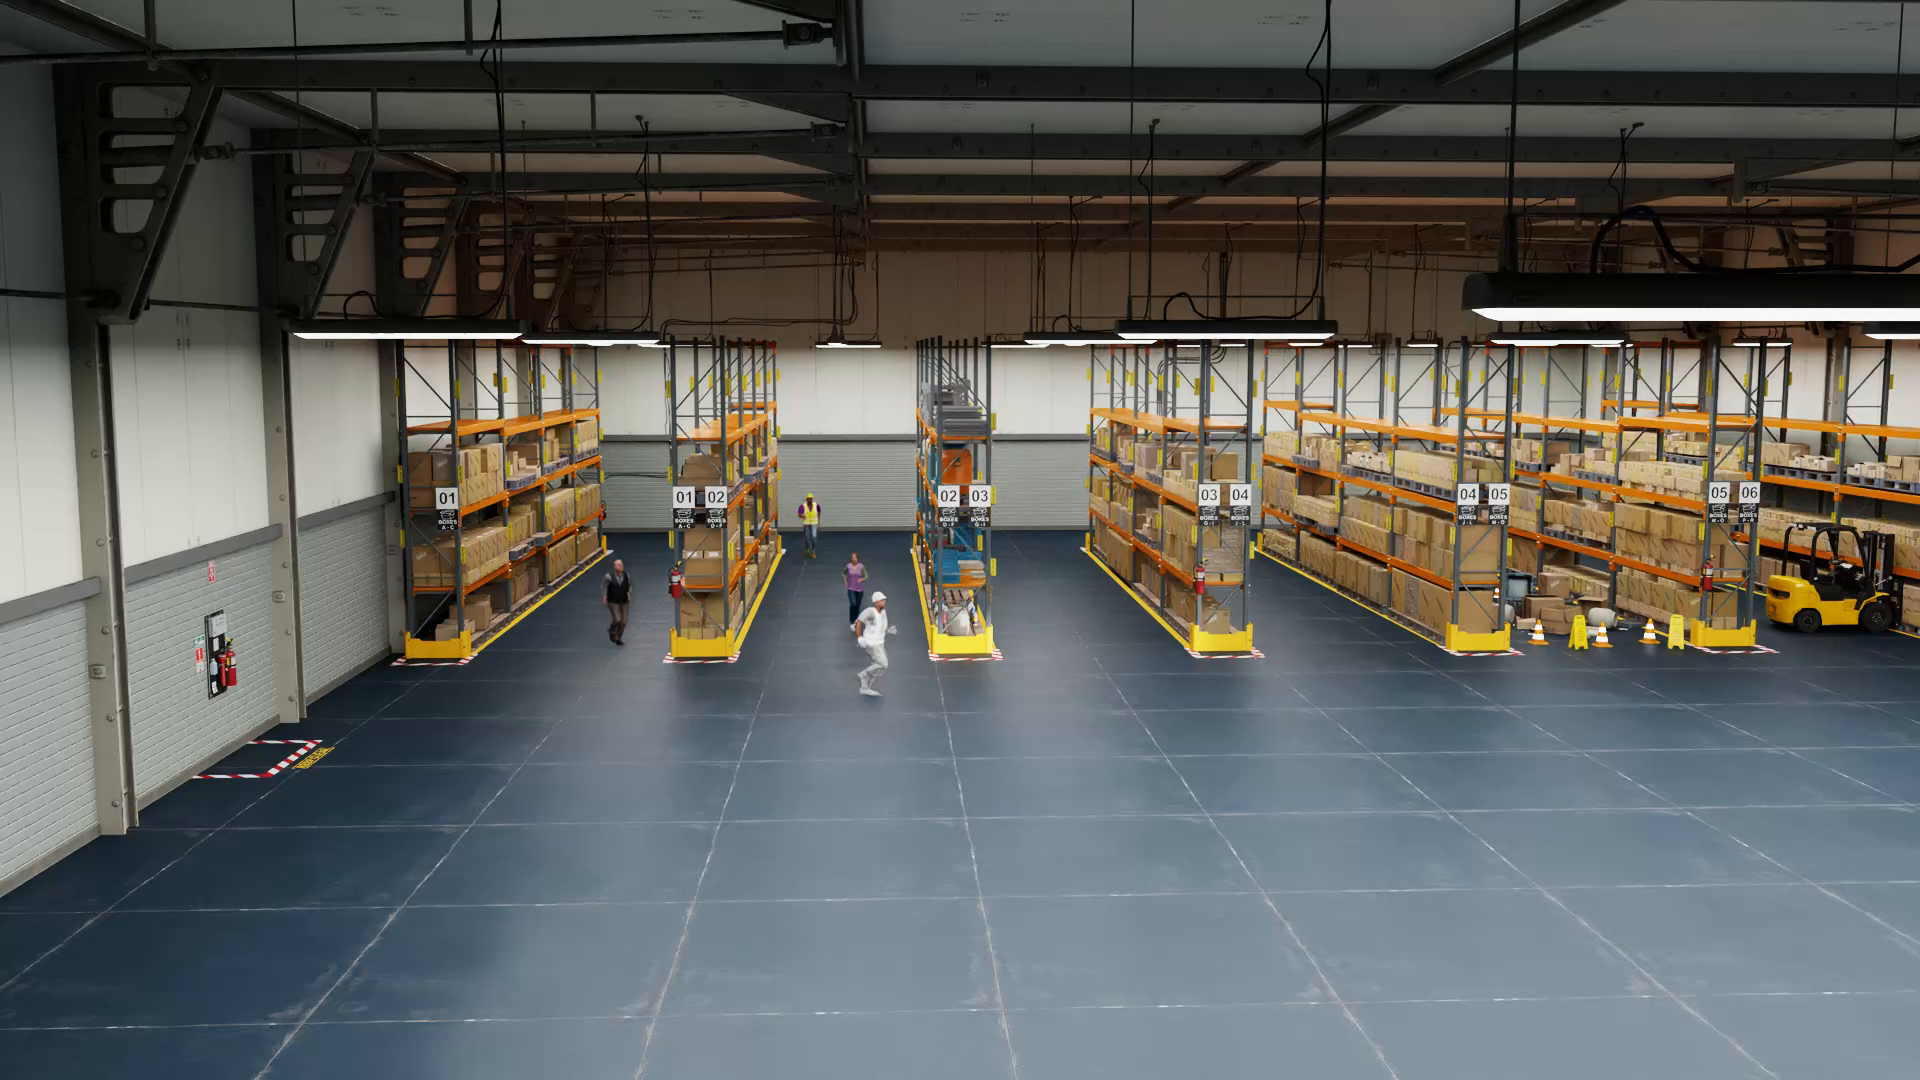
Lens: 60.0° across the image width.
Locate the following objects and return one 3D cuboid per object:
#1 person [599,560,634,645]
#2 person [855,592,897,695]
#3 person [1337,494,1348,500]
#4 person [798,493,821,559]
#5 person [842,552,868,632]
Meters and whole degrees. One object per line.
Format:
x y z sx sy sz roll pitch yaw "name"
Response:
-6.624 1.223 32.282 0.641 1.676 0.668 -4 7 -29 "person"
-1.364 1.727 27.612 0.617 1.729 0.679 3 7 22 "person"
11.241 -0.746 49.247 1.083 1.775 0.733 -1 7 -5 "person"
-4.184 -0.396 46.239 0.634 1.818 0.826 -1 7 -5 "person"
-2.144 1.068 34.131 0.519 1.620 0.700 -1 7 -11 "person"
